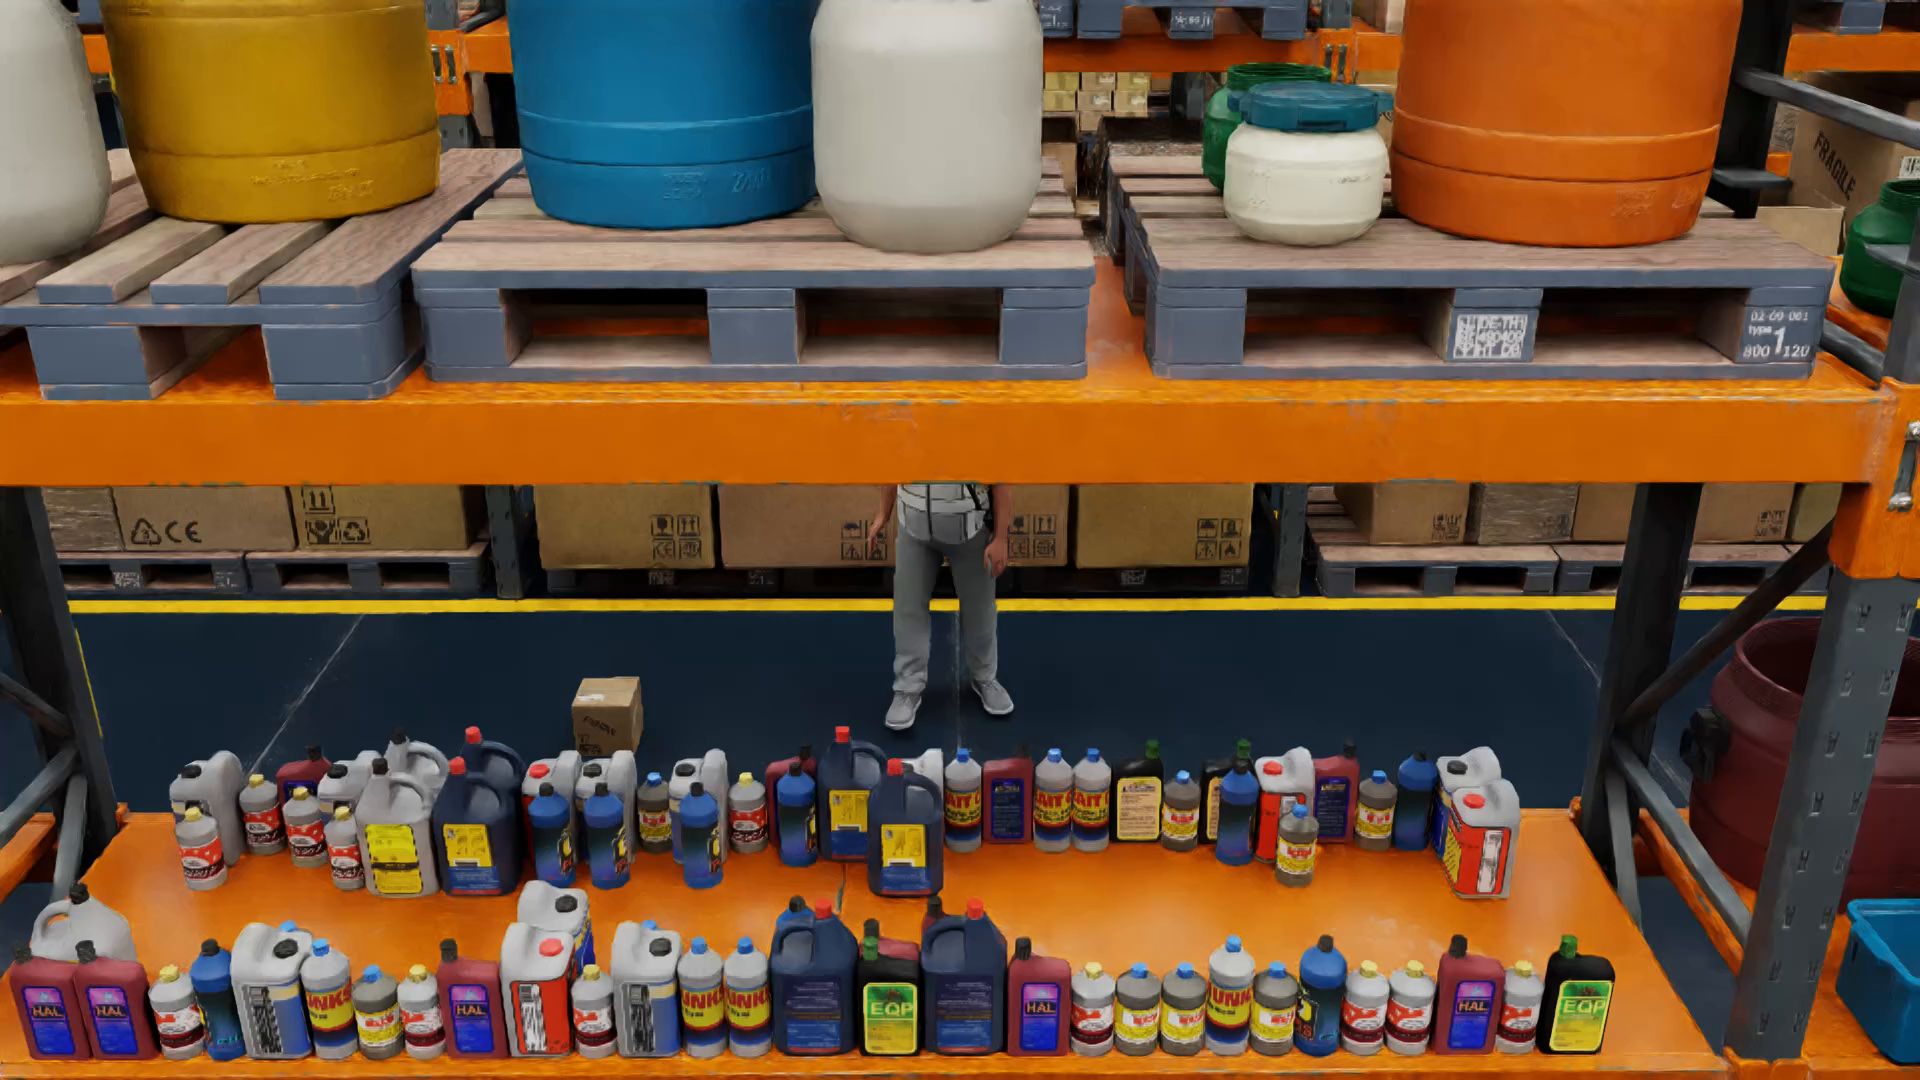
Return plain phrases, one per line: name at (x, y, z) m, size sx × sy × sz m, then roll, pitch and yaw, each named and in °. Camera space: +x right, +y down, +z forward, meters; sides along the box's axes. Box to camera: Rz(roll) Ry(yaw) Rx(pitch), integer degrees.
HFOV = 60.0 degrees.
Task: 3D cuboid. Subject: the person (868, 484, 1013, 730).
person at (-0.100, -0.040, 7.121) m, size 0.653 × 1.753 × 0.587 m, roll 8°, pitch 25°, yaw 17°
